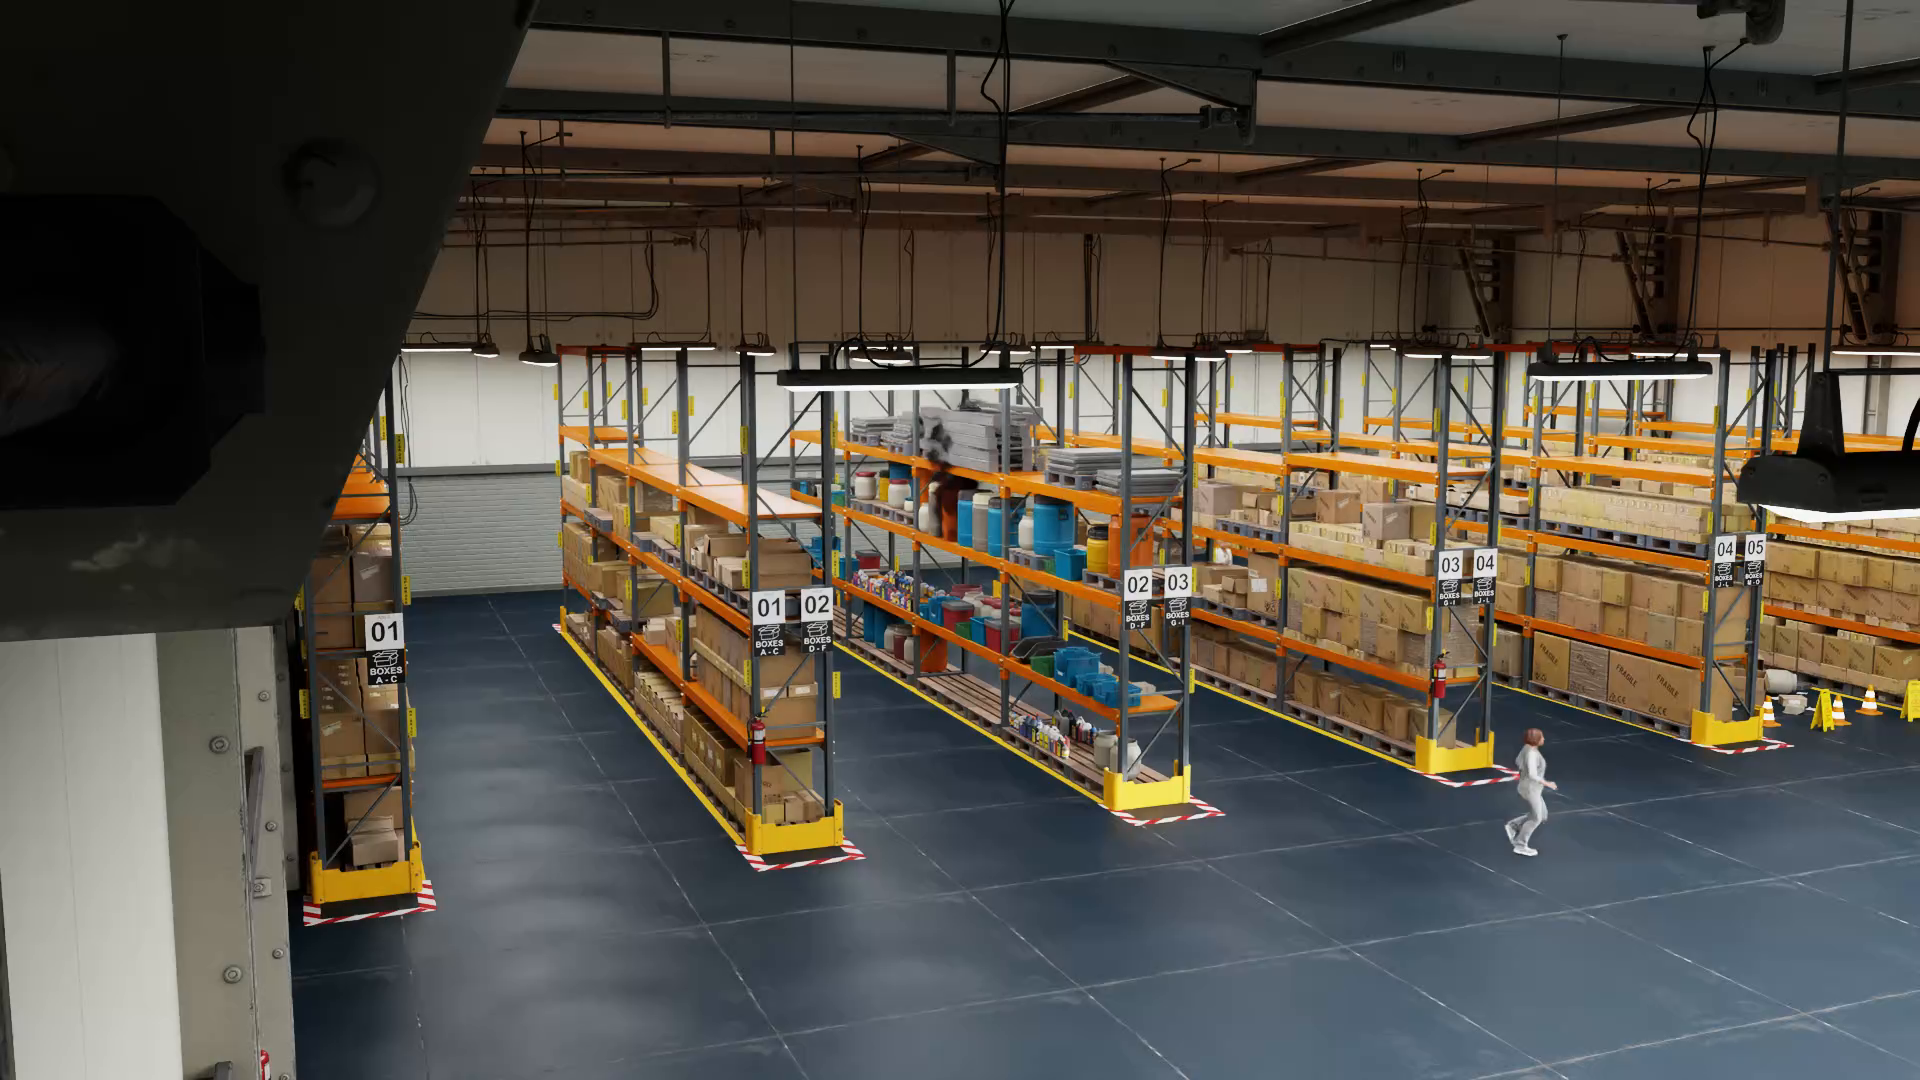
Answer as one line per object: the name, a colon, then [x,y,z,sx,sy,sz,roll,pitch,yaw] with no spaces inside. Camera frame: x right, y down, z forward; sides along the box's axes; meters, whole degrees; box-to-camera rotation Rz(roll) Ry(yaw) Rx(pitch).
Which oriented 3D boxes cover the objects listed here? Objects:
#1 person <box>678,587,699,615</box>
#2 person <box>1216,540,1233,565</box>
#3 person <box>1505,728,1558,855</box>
person: [-5.742,1.094,34.877,0.537,1.662,0.648,-4,8,-26]
person: [5.715,0.830,36.151,0.707,1.768,1.051,-3,8,-22]
person: [6.886,3.030,20.036,0.567,1.543,0.582,2,7,13]
